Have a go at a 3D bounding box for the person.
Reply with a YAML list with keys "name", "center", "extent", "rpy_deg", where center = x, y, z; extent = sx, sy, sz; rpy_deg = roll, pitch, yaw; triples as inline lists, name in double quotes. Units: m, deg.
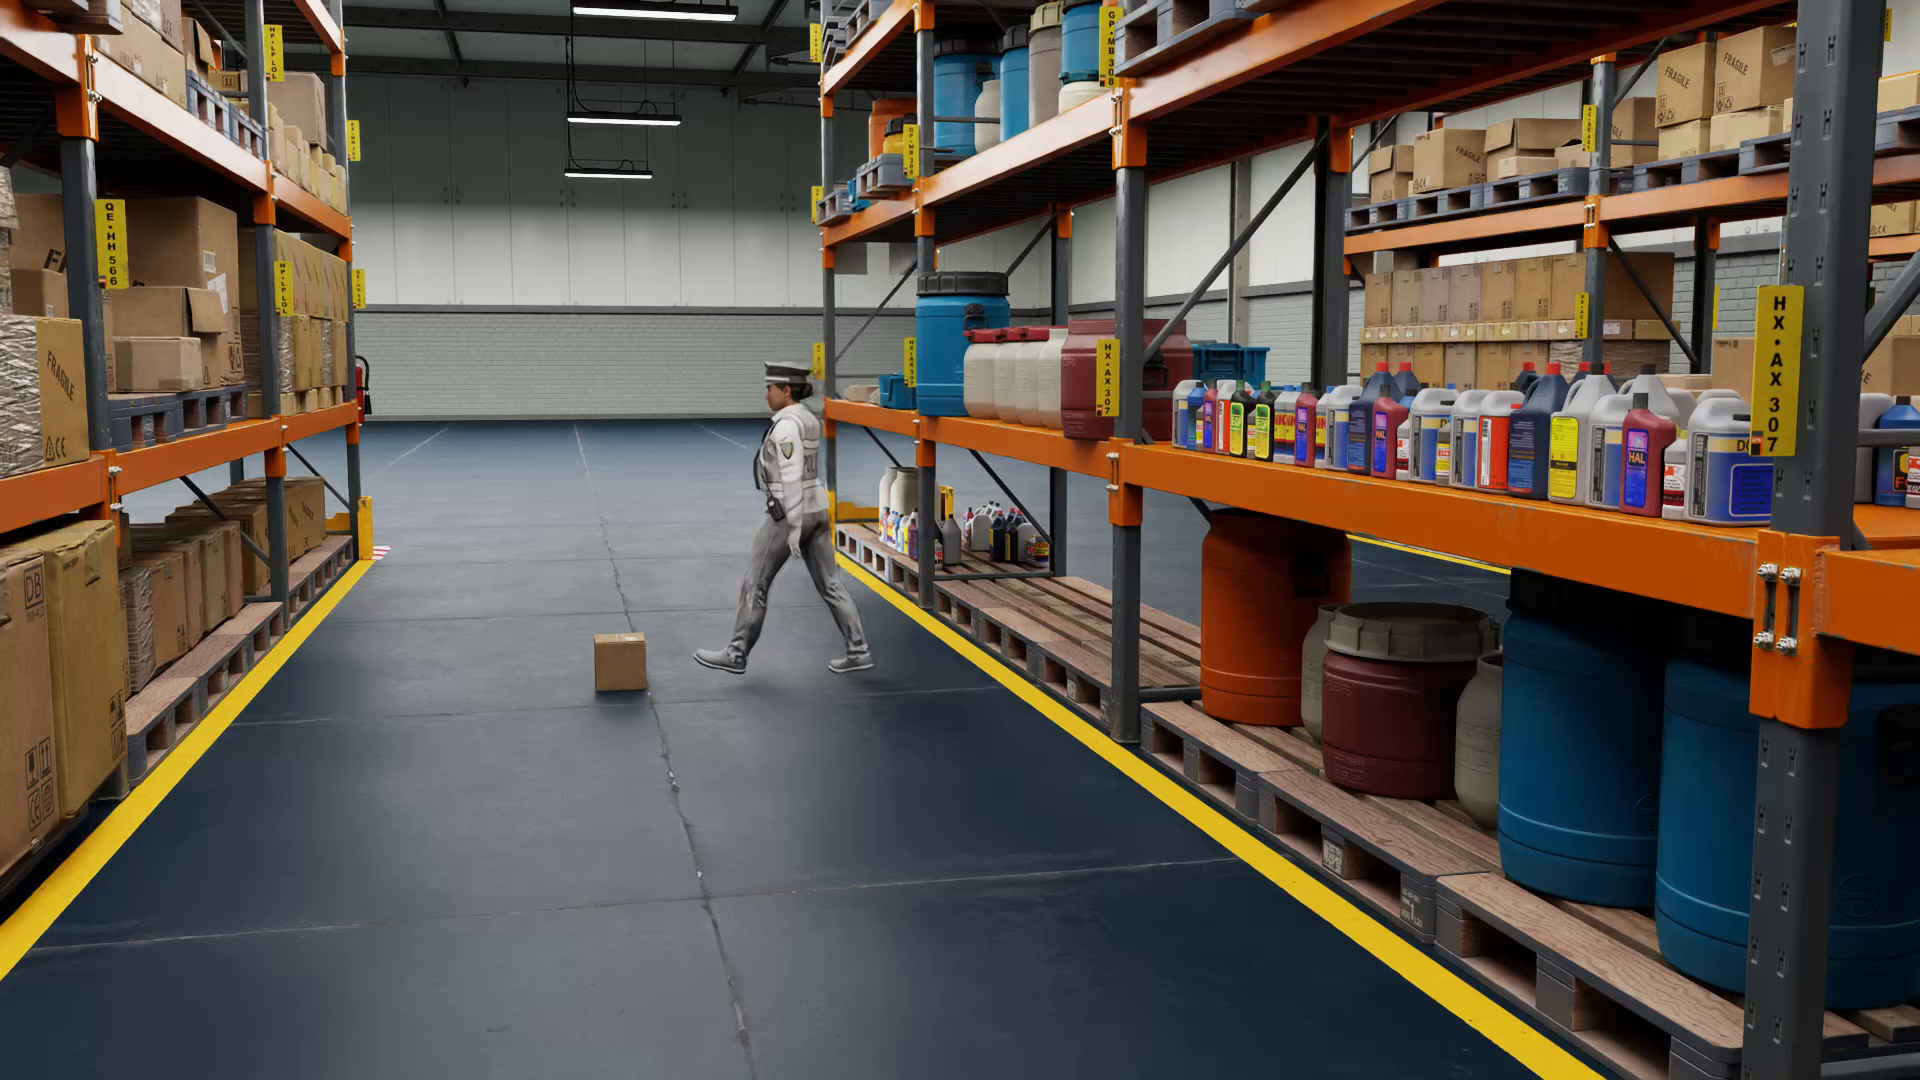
- name: "person"
  center: [-1.126, -0.108, 8.514]
  extent: [0.614, 1.646, 0.492]
  rpy_deg: [1, 6, 12]
